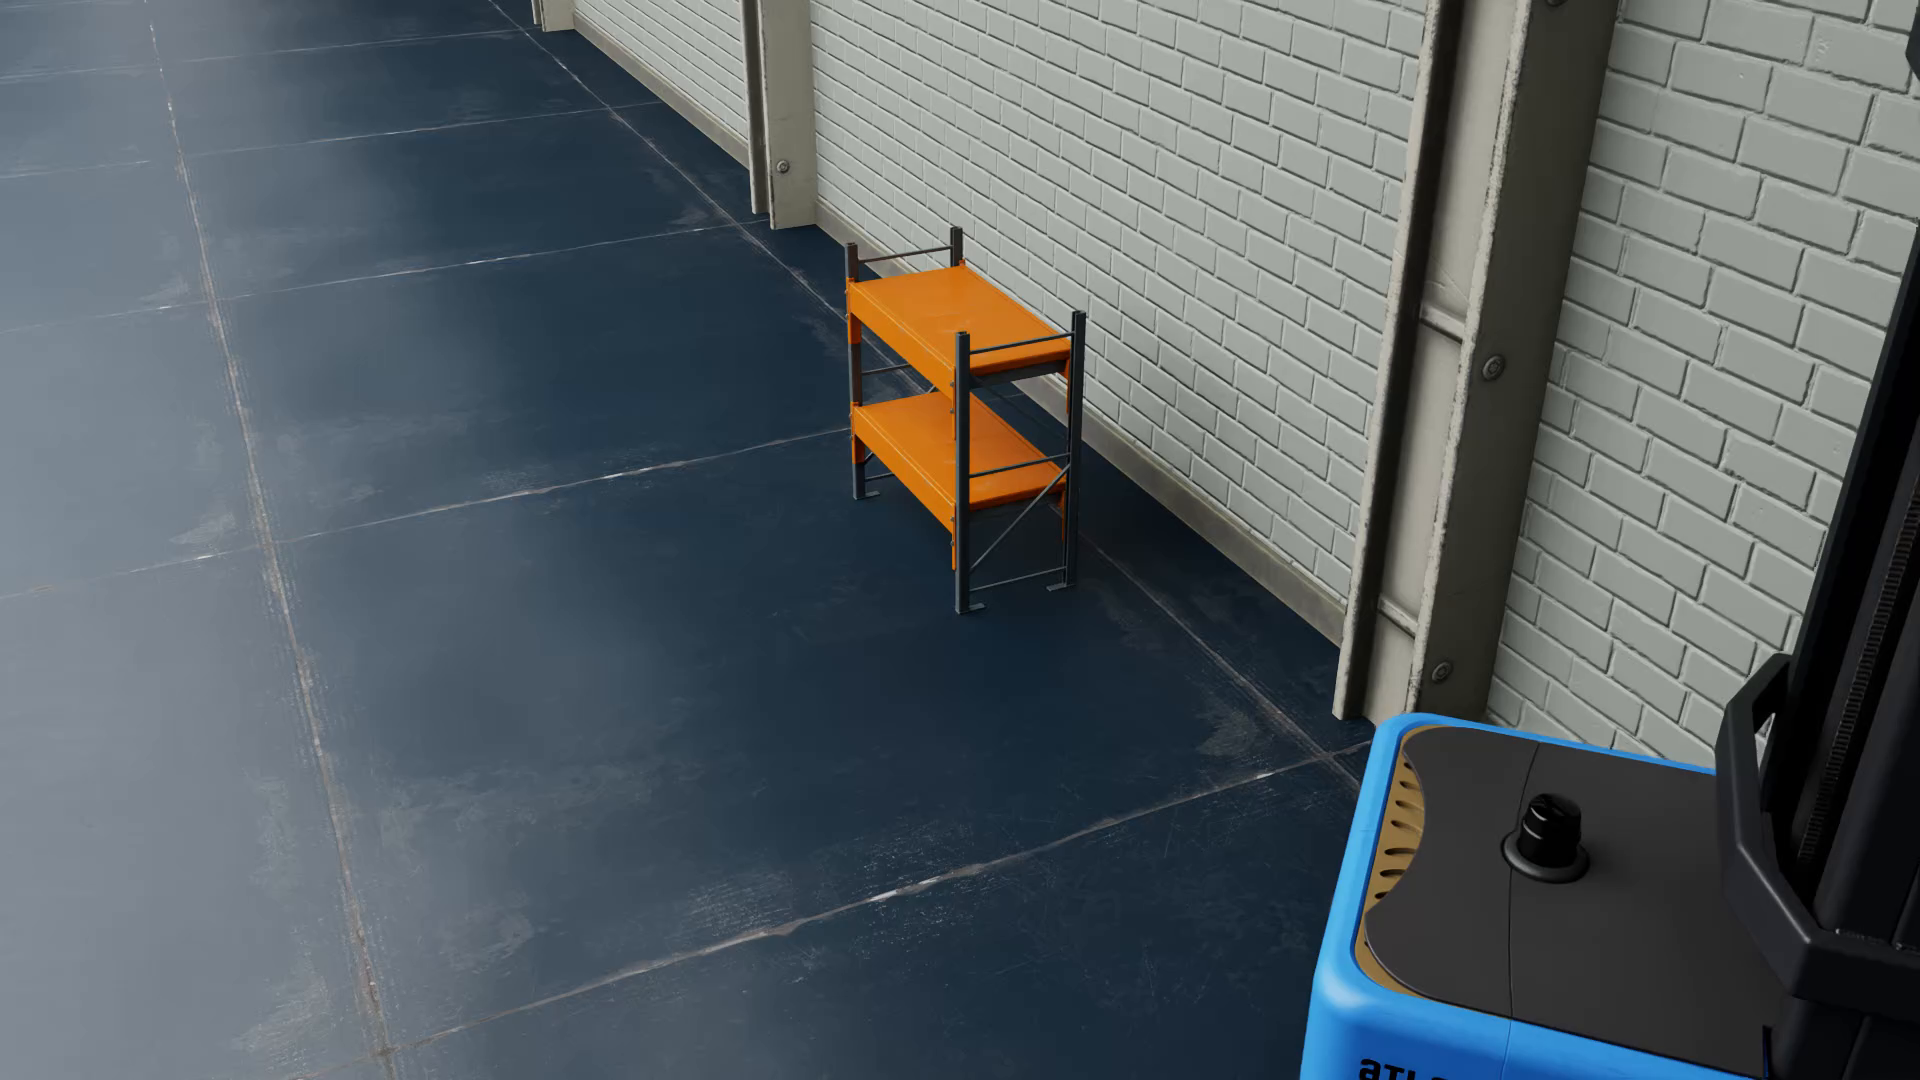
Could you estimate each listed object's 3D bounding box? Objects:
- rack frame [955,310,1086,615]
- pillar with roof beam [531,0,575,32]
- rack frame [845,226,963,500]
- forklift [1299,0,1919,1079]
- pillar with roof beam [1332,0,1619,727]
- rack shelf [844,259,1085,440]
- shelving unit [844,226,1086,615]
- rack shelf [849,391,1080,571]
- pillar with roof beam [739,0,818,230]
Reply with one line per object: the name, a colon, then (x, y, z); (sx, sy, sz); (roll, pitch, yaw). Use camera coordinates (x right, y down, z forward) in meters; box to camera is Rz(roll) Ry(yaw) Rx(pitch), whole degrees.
rack frame: (0.215, -0.269, 6.080); (0.500, 1.125, 0.032); (-13, 32, -22)
pillar with roof beam: (-7.545, -7.678, 11.241); (9.100, 9.000, 0.400); (-13, 32, -22)
rack frame: (-0.221, -0.718, 6.881); (0.500, 1.125, 0.032); (-13, 32, -22)
forklift: (2.228, 0.510, 2.843); (3.031, 2.935, 1.130); (10, 31, 17)
pillar with roof beam: (-2.393, -2.377, 1.788); (9.100, 9.000, 0.400); (-13, 32, -22)
rack shelf: (-0.003, -0.749, 6.337); (0.538, 0.278, 1.000); (-13, 32, -22)
shelving unit: (-0.003, -0.494, 6.480); (0.538, 1.125, 1.048); (-13, 32, -22)
rack shelf: (-0.003, -0.280, 6.600); (0.538, 0.278, 1.000); (-13, 32, -22)
pillar with roof beam: (-4.969, -5.027, 6.515); (9.100, 9.000, 0.400); (-13, 32, -22)
